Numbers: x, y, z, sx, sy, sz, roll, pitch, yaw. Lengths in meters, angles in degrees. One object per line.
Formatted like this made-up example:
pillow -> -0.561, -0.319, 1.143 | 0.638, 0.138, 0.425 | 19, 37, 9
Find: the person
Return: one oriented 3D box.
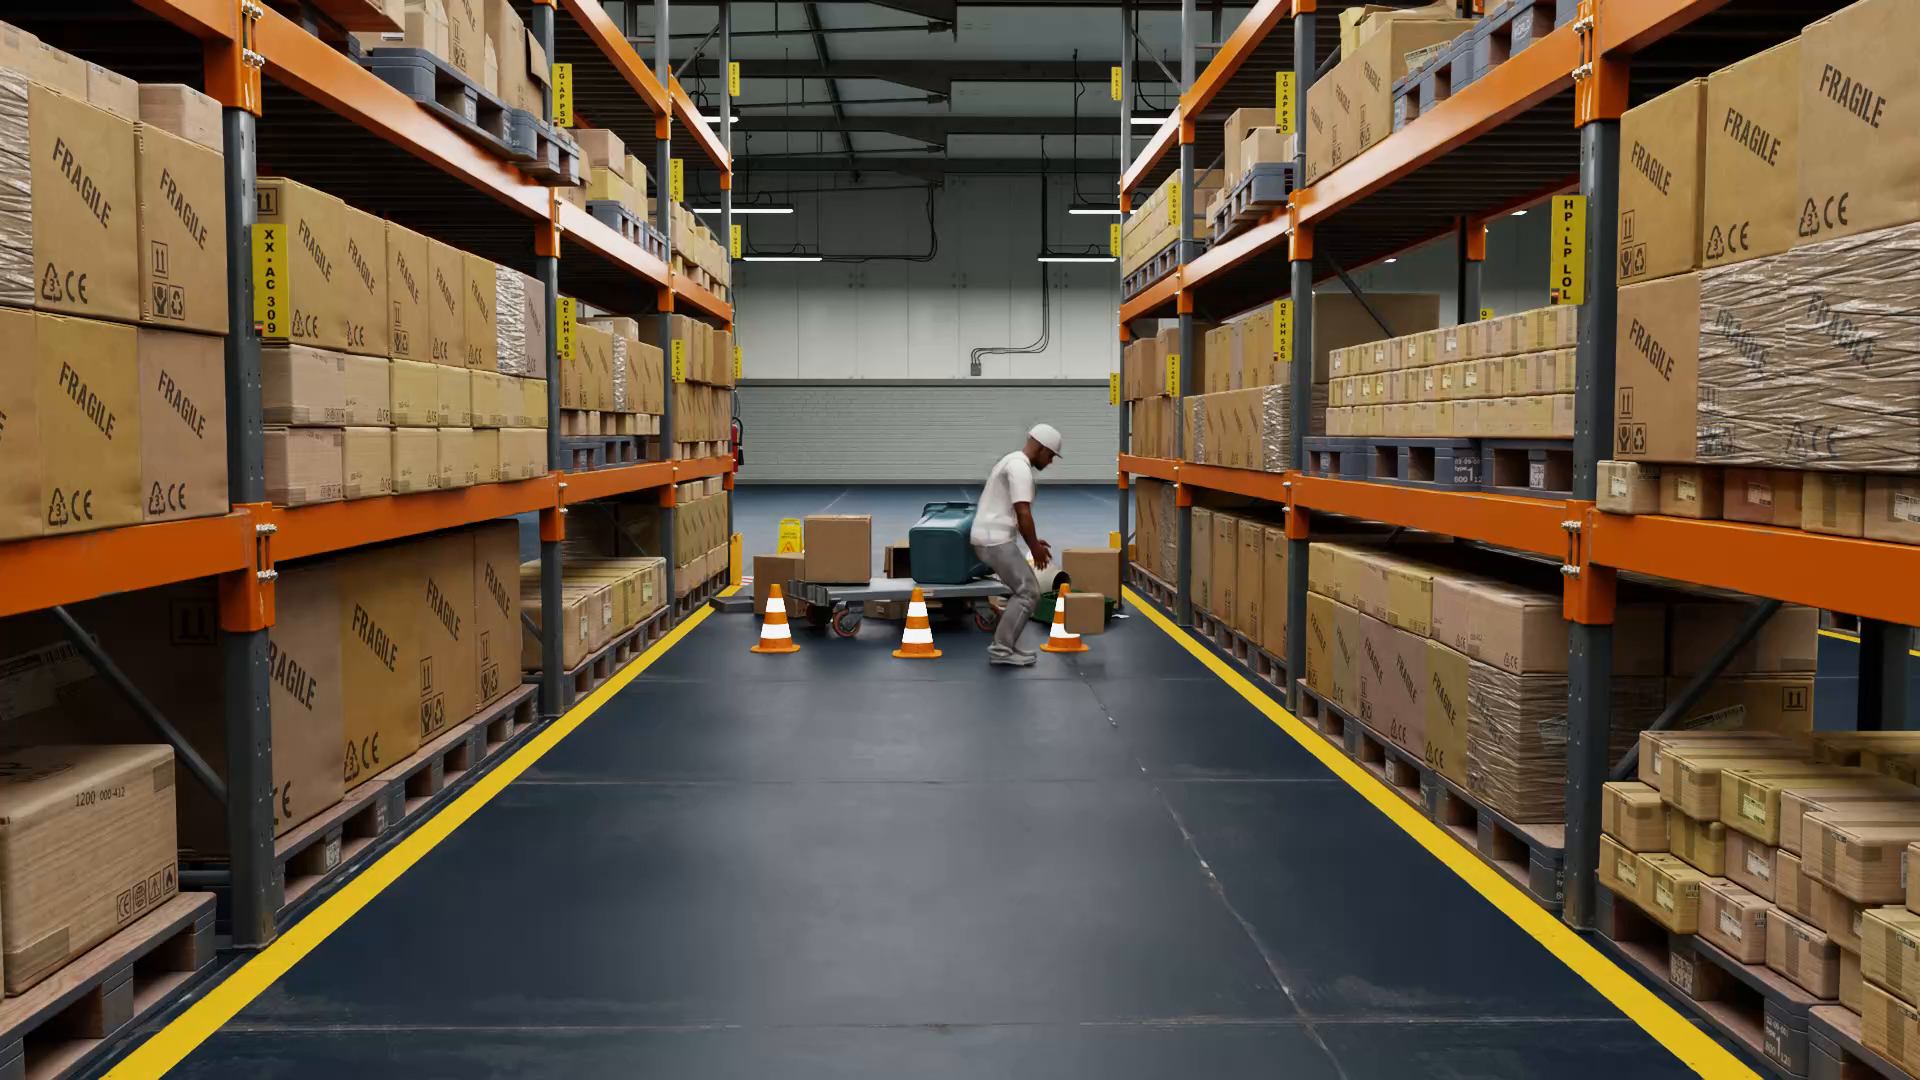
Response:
person -> 0.376, 0.022, 11.093 | 0.622, 1.590, 0.620 | 0, 4, -1
